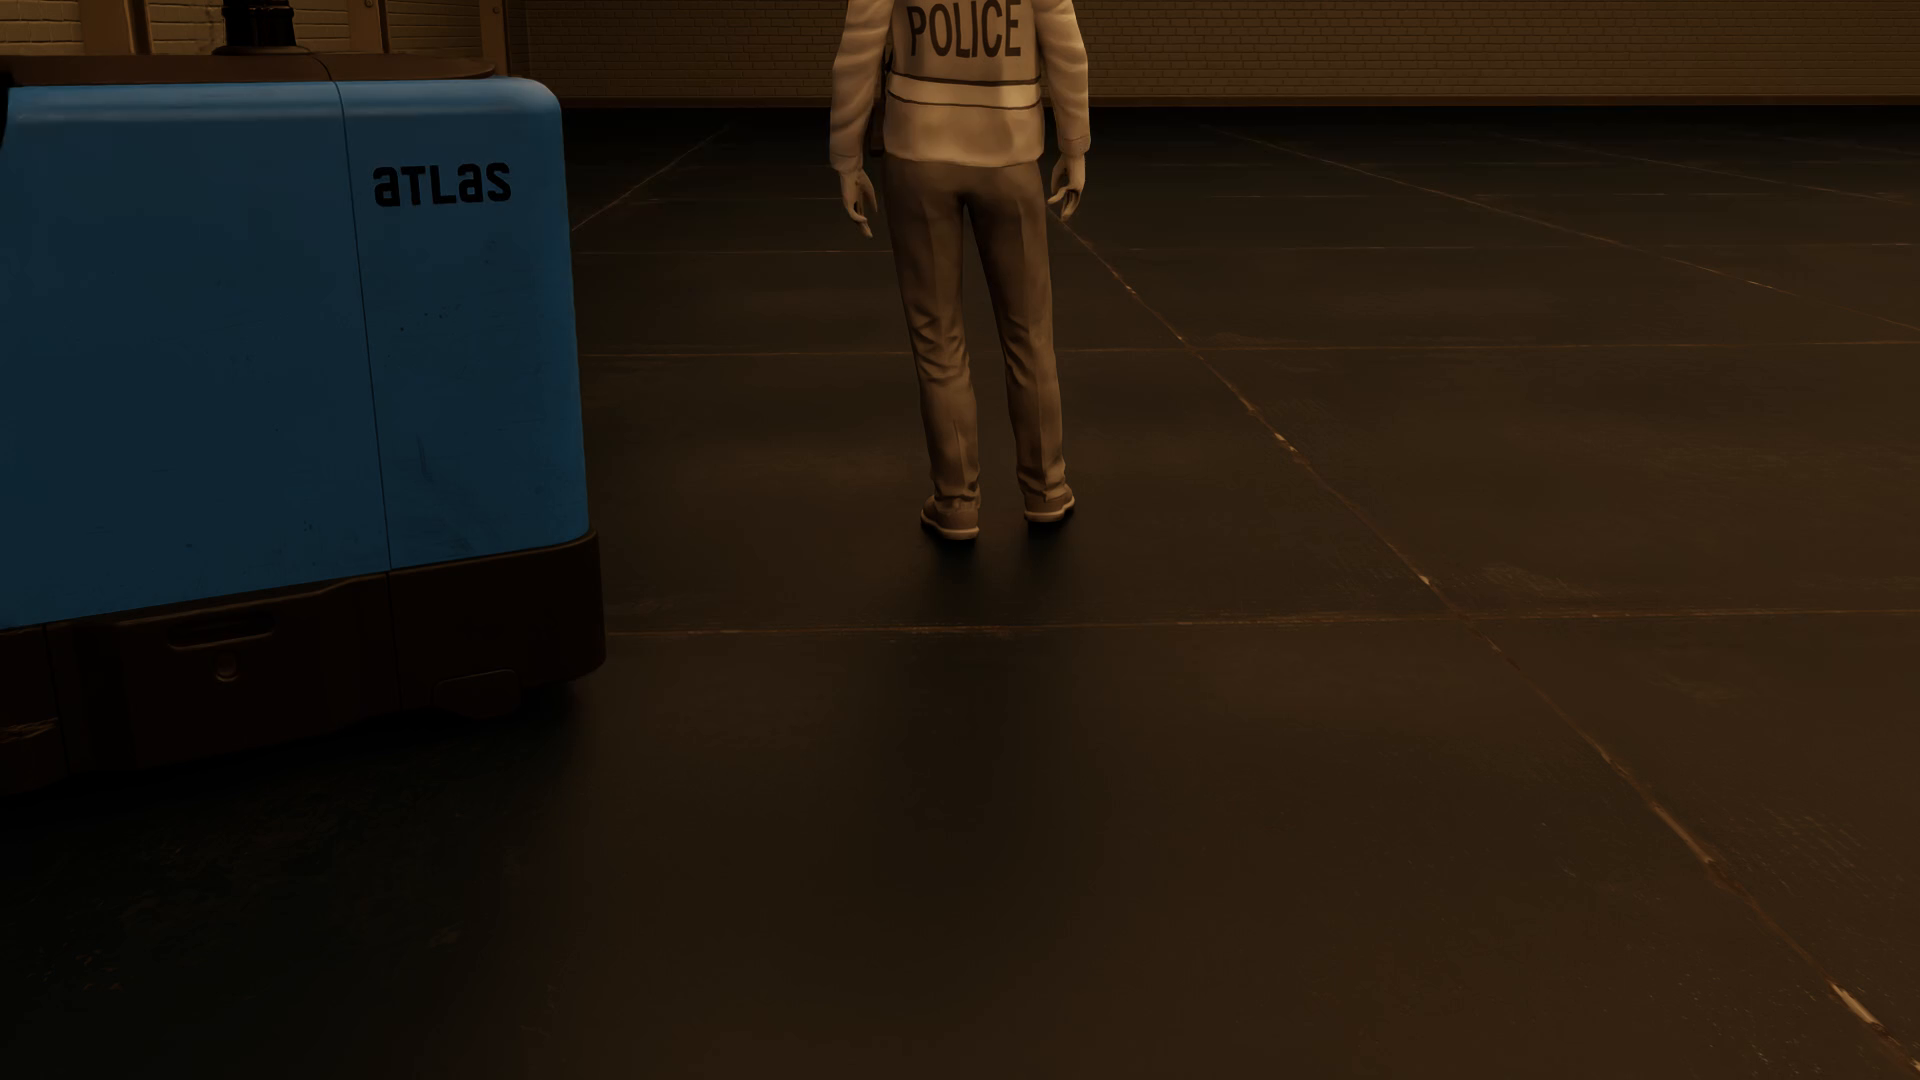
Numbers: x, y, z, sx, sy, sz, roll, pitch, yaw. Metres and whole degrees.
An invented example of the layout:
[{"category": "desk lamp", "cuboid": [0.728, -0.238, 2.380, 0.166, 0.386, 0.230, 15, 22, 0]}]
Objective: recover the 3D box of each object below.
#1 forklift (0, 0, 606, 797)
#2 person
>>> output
[{"category": "forklift", "cuboid": [-2.167, -1.015, 2.225, 3.031, 2.935, 1.130, -10, 19, -29]}, {"category": "person", "cuboid": [0.003, -0.837, 3.733, 0.588, 1.697, 0.534, -1, 17, -3]}]
